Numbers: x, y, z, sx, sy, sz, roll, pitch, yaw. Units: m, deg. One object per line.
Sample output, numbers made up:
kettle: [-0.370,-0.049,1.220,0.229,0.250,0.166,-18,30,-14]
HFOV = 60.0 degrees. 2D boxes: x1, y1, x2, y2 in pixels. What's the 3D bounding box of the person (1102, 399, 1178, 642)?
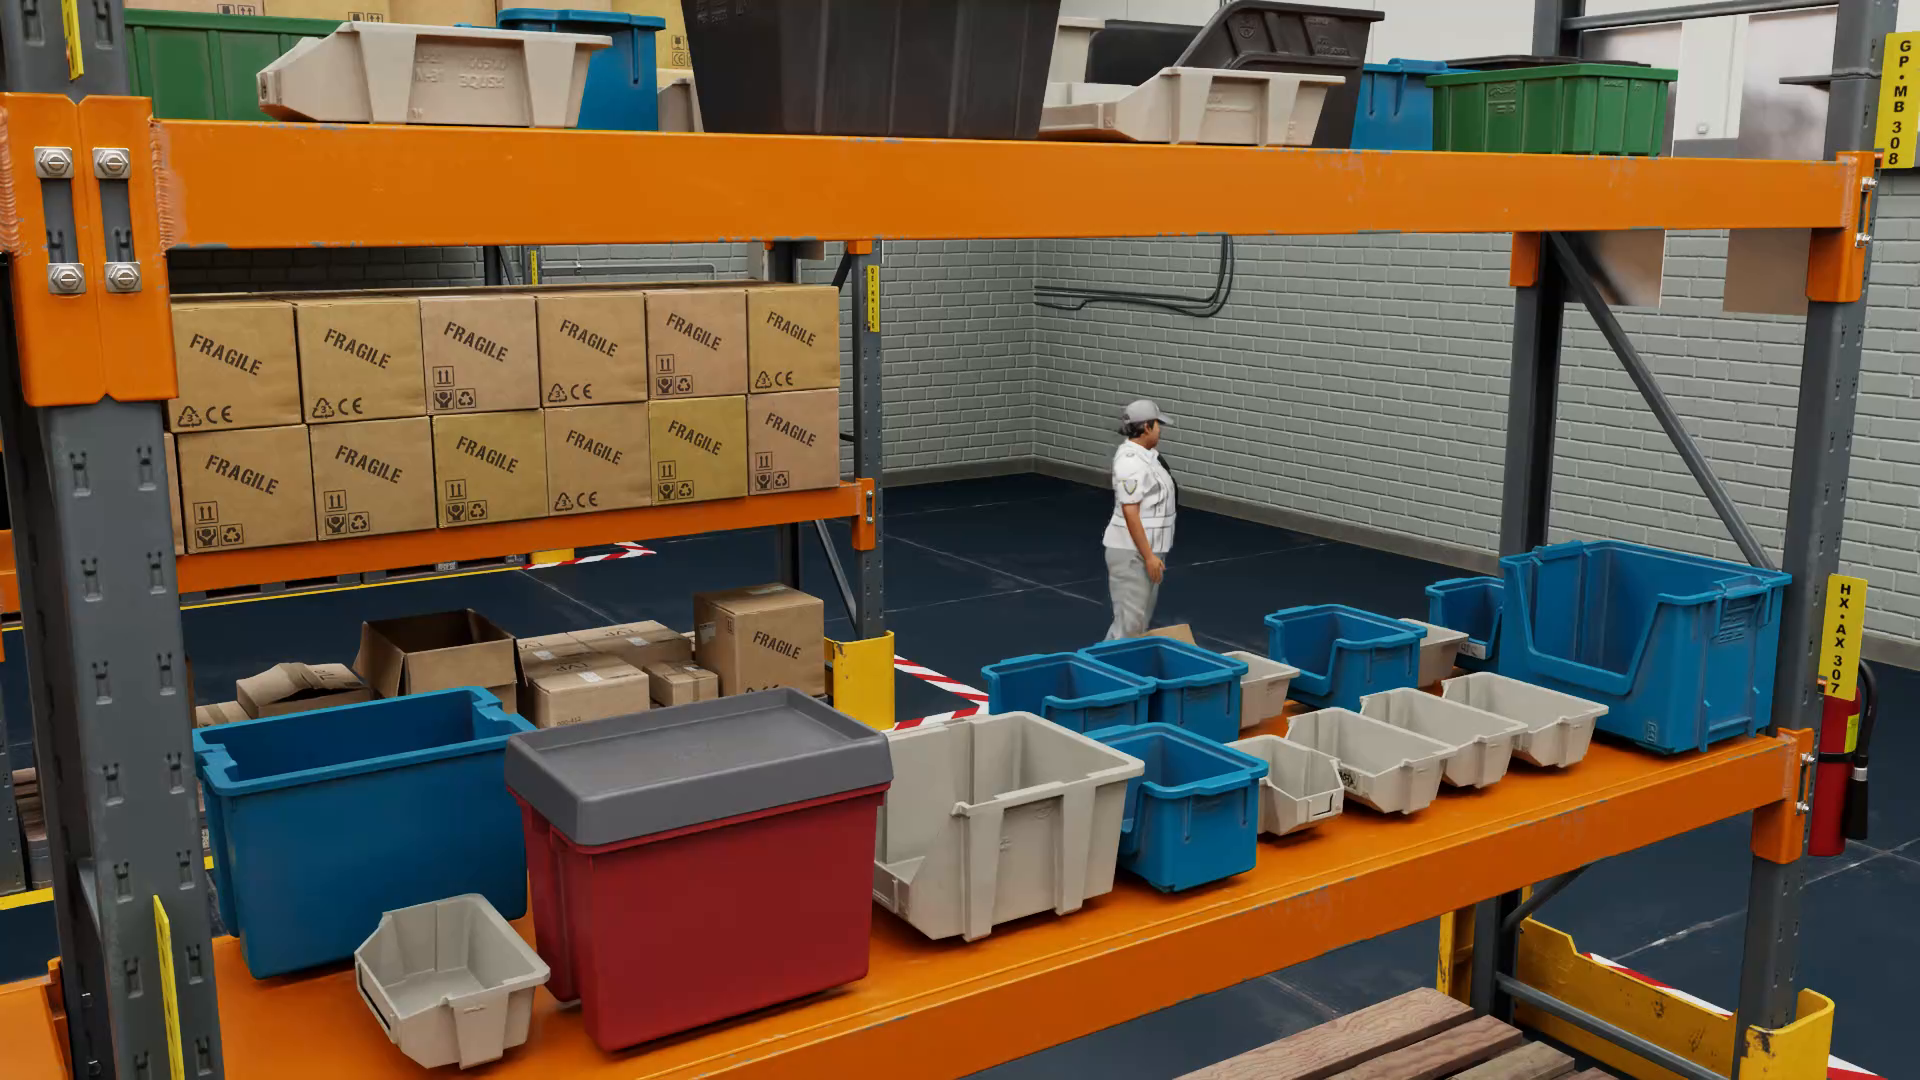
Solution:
person: [0.942,0.086,8.949,0.383,1.670,0.626,3,12,17]
